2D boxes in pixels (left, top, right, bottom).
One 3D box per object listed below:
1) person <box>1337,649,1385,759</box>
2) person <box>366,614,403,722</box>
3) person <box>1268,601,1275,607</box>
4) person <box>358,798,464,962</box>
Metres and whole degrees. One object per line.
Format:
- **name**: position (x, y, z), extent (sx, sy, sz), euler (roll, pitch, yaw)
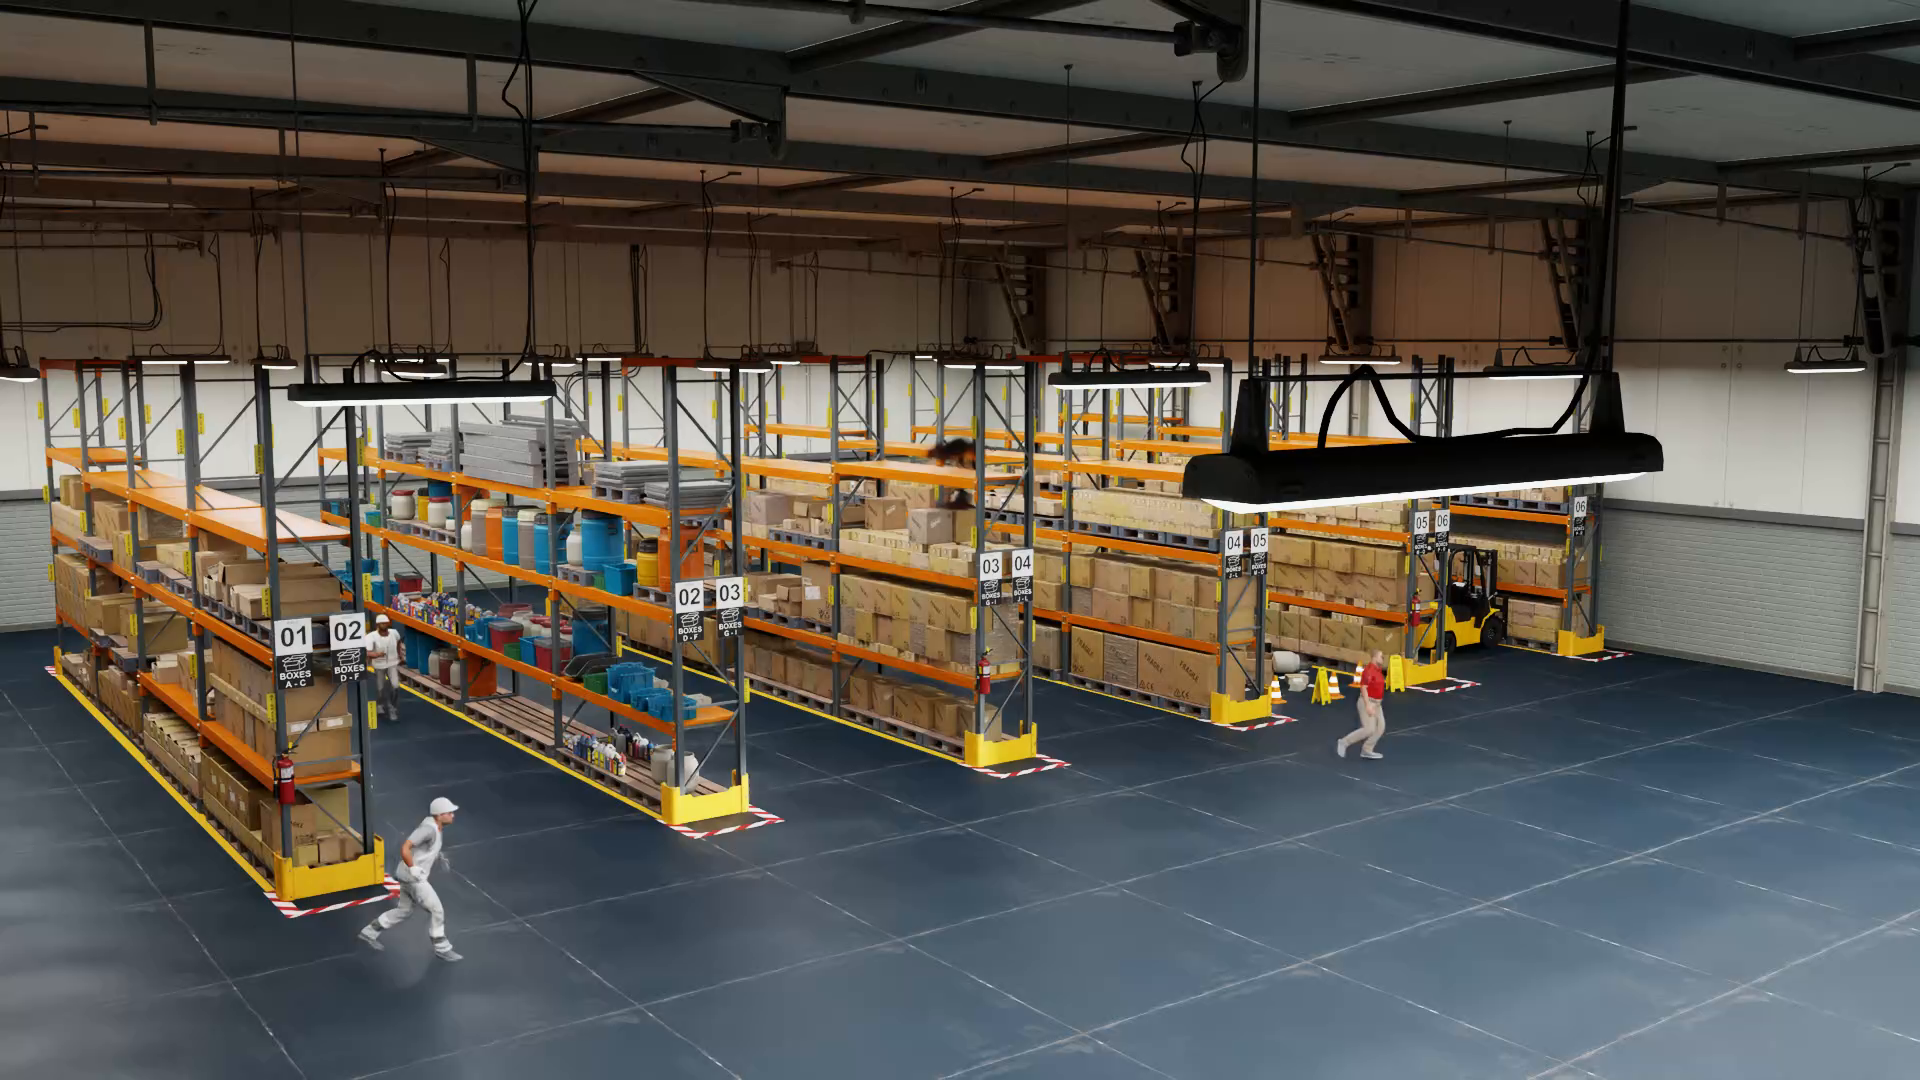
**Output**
- **person**: position (6.083, 2.482, 25.127), extent (0.594, 1.658, 0.823), euler (4, 8, 32)
- **person**: position (-9.596, 2.134, 27.756), extent (0.659, 1.812, 0.831), euler (-4, 8, -30)
- **person**: position (6.866, 1.188, 35.990), extent (0.649, 1.656, 0.676), euler (-6, 9, -43)
- **person**: position (-5.594, 3.419, 16.896), extent (1.010, 1.609, 0.696), euler (0, 7, -2)
